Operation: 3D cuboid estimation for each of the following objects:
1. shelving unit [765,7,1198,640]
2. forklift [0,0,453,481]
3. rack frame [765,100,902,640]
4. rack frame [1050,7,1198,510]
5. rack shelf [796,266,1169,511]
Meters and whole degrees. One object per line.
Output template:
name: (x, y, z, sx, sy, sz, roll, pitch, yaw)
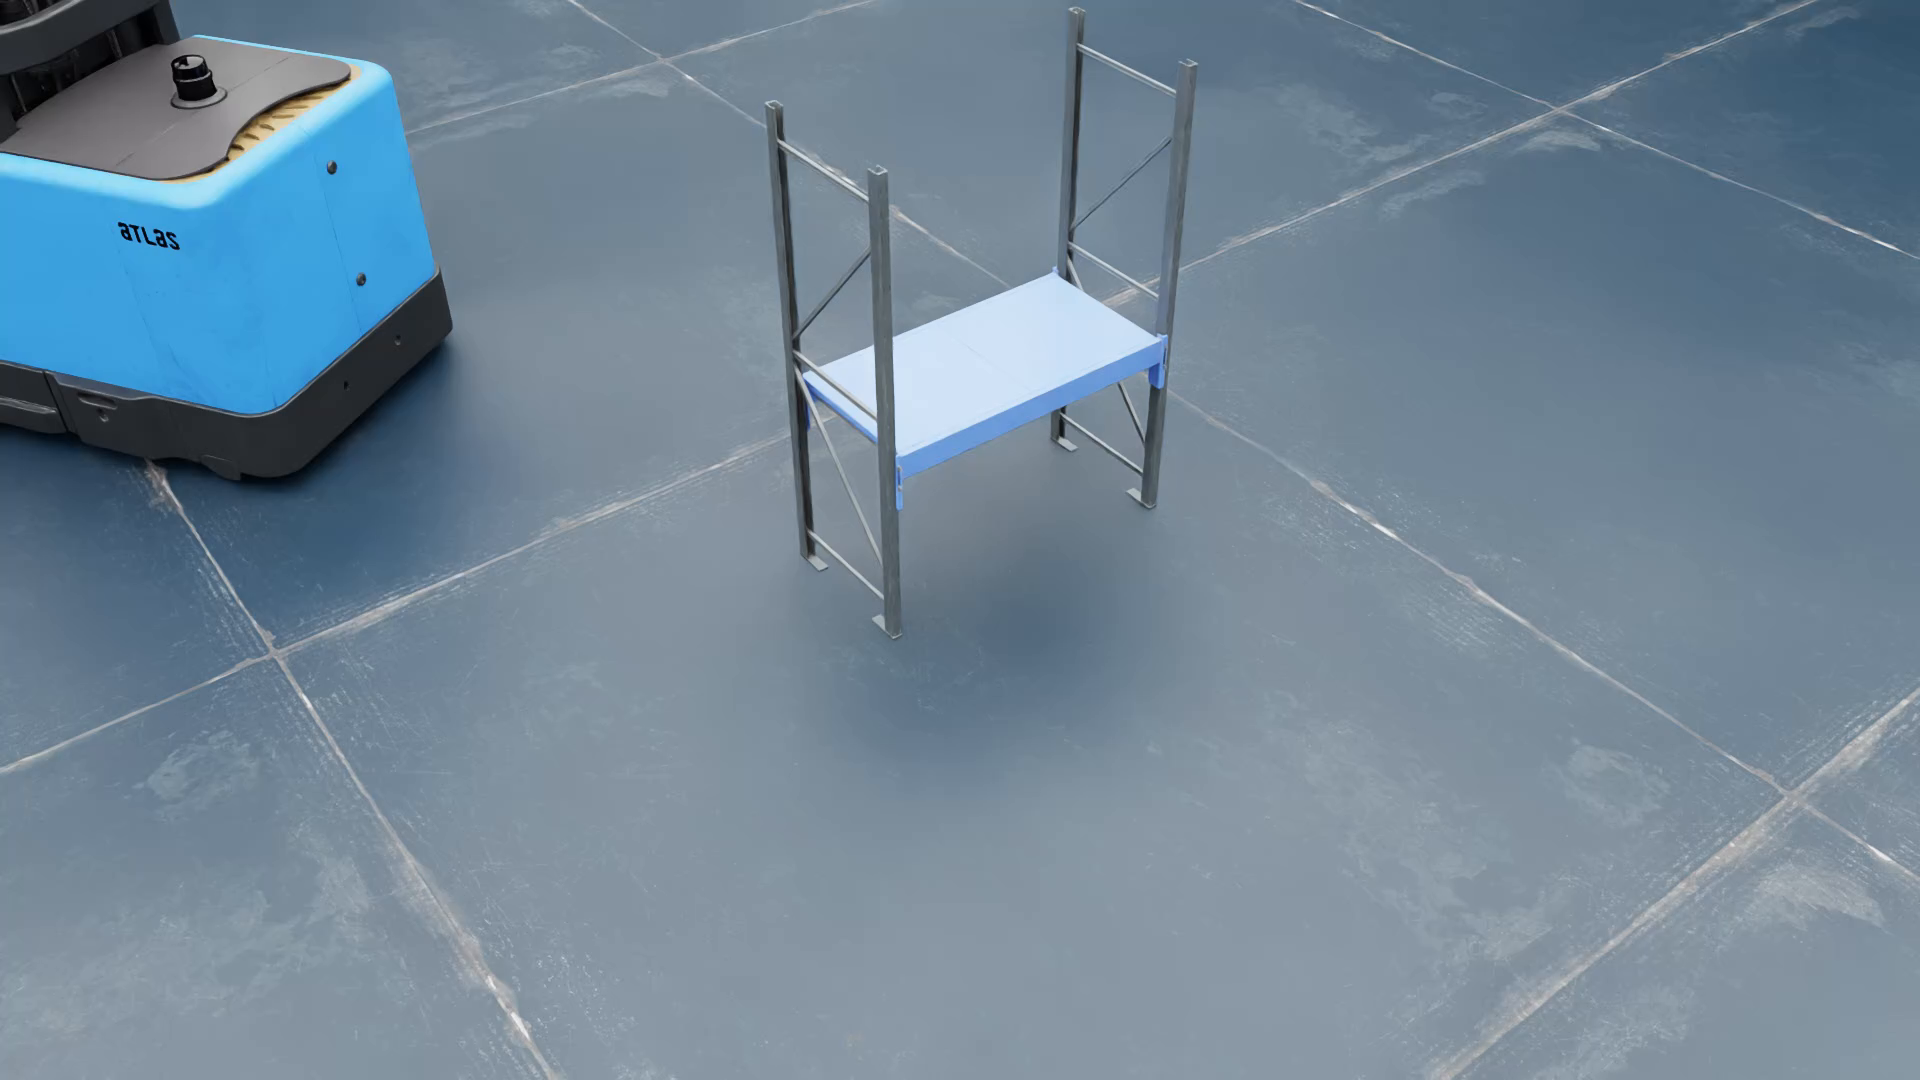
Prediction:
shelving unit: (0.068, -0.613, 4.815, 1.048, 1.500, 0.538, -26, 46, -28)
forklift: (-3.428, -1.891, 5.244, 3.031, 2.935, 1.130, 12, 41, 15)
rack frame: (-0.335, -0.416, 4.575, 0.032, 1.500, 0.500, -26, 46, -28)
rack frame: (0.471, -0.809, 5.054, 0.032, 1.500, 0.500, -26, 46, -28)
rack shelf: (0.068, -0.474, 4.929, 1.000, 0.185, 0.538, -26, 46, -28)
